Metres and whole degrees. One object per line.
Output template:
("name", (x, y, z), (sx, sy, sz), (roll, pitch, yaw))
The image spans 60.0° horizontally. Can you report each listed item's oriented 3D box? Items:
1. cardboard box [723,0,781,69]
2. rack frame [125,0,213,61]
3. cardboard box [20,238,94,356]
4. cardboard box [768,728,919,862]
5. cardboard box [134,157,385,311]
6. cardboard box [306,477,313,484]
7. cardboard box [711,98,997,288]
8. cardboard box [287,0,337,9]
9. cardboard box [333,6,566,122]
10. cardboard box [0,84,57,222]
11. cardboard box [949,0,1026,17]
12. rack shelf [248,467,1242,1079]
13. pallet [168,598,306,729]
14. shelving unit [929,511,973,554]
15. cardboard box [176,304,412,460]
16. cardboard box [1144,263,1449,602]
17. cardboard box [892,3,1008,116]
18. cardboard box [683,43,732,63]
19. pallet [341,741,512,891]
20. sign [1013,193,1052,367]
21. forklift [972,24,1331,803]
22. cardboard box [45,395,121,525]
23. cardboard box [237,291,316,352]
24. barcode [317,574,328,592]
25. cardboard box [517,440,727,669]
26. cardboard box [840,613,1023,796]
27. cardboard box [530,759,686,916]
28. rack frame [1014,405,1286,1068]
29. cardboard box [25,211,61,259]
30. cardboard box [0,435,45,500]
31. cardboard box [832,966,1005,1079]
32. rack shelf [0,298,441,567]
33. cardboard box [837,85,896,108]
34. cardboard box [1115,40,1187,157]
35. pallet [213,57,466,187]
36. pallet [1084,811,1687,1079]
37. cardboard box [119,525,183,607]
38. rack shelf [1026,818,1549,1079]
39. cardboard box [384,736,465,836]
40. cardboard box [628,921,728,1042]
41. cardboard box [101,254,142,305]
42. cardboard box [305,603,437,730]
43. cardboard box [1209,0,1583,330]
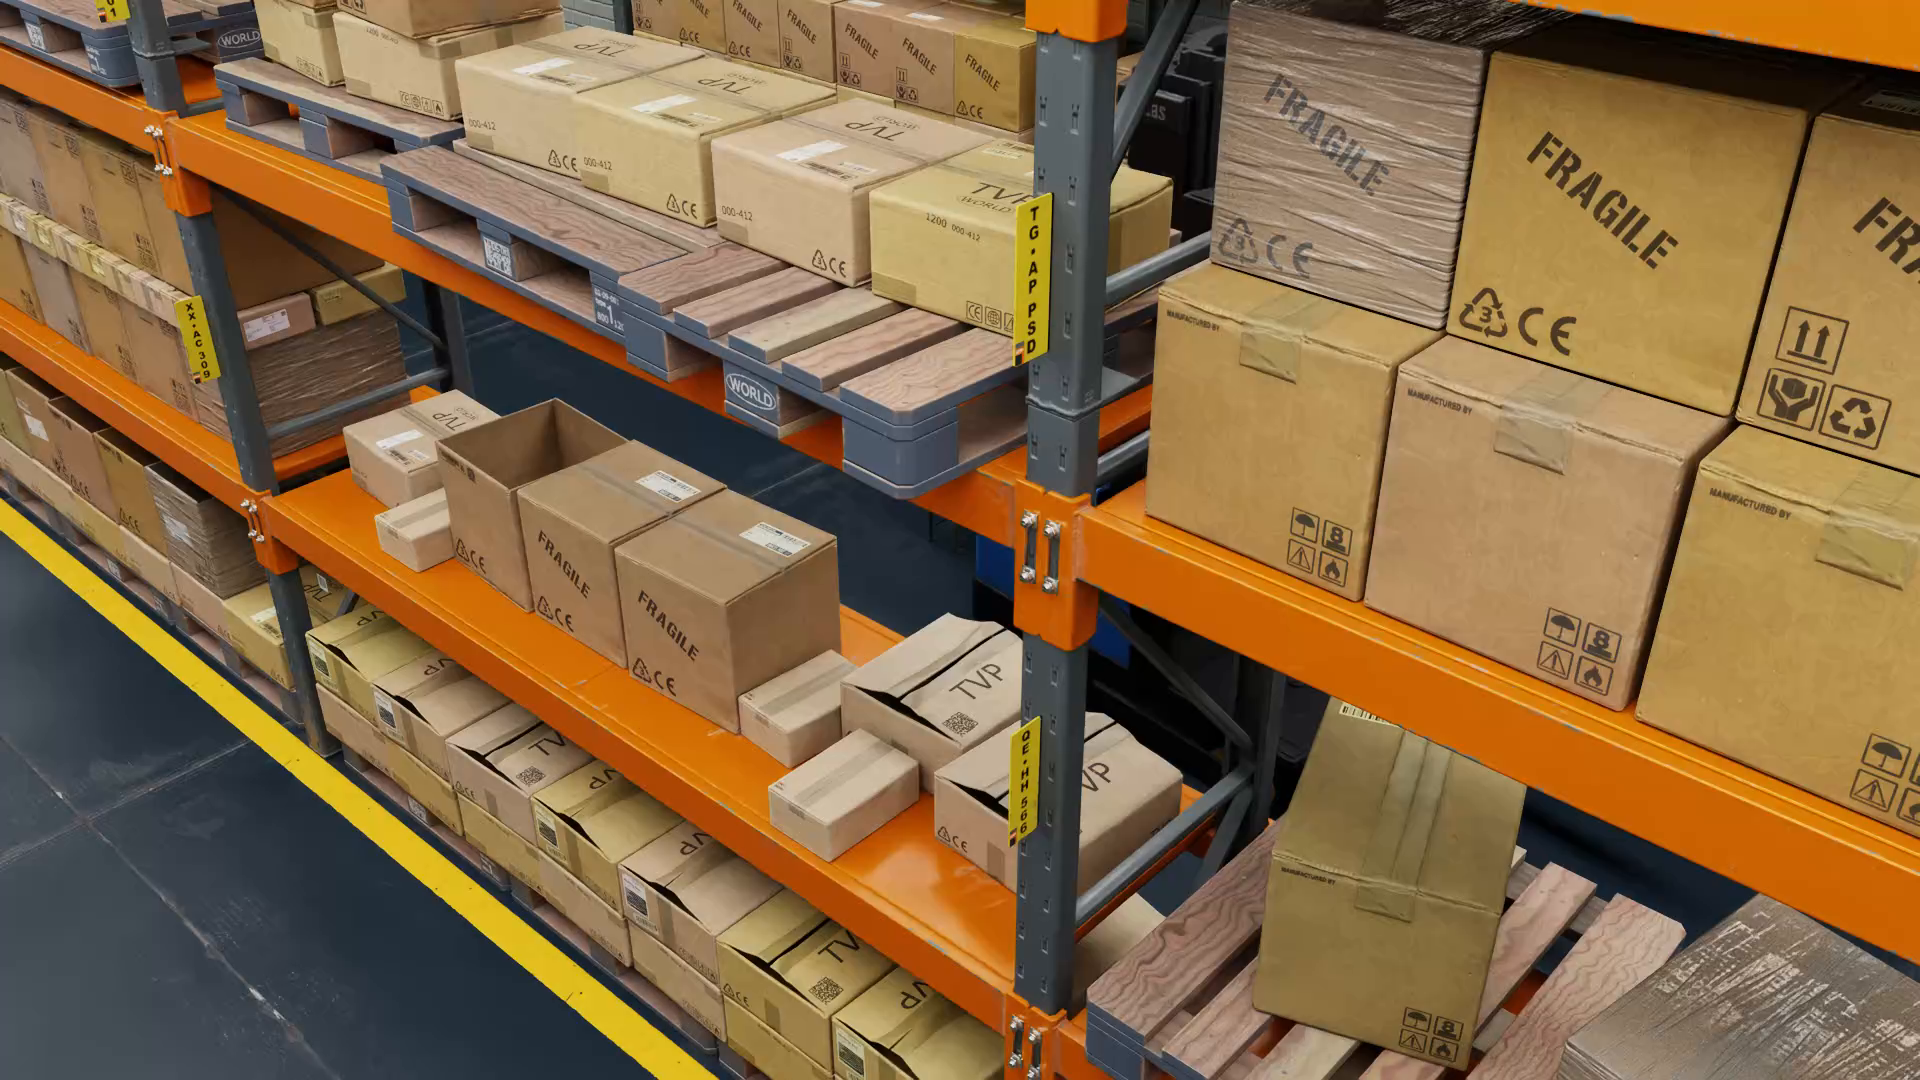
("cardboard box", (-1.203, -3.456, 10.982), (0.500, 0.500, 0.500), (24, 38, 34))
("rack frame", (-2.449, -3.117, 5.203), (0.127, 3.000, 1.000), (25, 39, 35))
("cardboard box", (-3.928, -1.273, 7.860), (0.500, 0.500, 0.700), (26, 40, 36))
("cardboard box", (-0.336, 0.739, 4.857), (0.250, 0.149, 0.380), (25, 39, 35))
("cardboard box", (-2.782, -1.297, 6.641), (0.500, 0.500, 0.700), (25, 39, 35))
("cardboard box", (-2.959, -0.321, 7.906), (0.500, 0.500, 0.500), (25, 39, 35))
("cardboard box", (-0.258, -0.874, 4.123), (0.500, 0.250, 0.500), (26, 40, 36))
("cardboard box", (-2.018, -2.041, 5.334), (0.500, 0.500, 0.500), (26, 39, 36))
("cardboard box", (-1.590, -1.542, 5.233), (0.500, 0.250, 0.500), (21, 37, 31))
("cardboard box", (-3.899, -1.818, 7.507), (0.500, 0.500, 0.700), (25, 39, 35))
("cardboard box", (0.283, -3.131, 10.442), (0.500, 0.500, 0.500), (25, 39, 35))
("rack shelf", (-0.966, 0.453, 5.786), (4.000, 0.370, 1.077), (25, 39, 35))
("pallet", (-3.011, 0.356, 7.954), (1.213, 0.211, 1.003), (25, 39, 35))
("shelving unit", (-0.011, -0.519, 8.449), (0.189, 1.200, 0.258), (25, 39, 35))
("cardboard box", (-2.782, -0.741, 6.976), (0.500, 0.500, 0.700), (24, 38, 34))
("cardboard box", (0.863, -0.353, 3.422), (0.500, 0.500, 0.910), (25, 39, 35))
("cardboard box", (-0.060, -2.924, 10.098), (0.500, 0.500, 0.500), (25, 39, 35))
("cardboard box", (-1.550, -3.307, 11.461), (0.500, 0.250, 0.500), (24, 38, 34))
("pallet", (-1.877, 0.888, 7.071), (1.213, 0.211, 1.003), (25, 39, 35))
("sign", (0.138, -0.494, 3.176), (0.005, 0.325, 0.100), (25, 39, 35))
("forklift", (1.409, -0.434, 6.629), (1.130, 2.935, 3.031), (-25, 39, -35))
("cardboard box", (-4.056, -0.464, 8.144), (0.500, 0.500, 0.500), (25, 39, 35))
("cardboard box", (-2.795, -0.880, 6.578), (0.250, 0.149, 0.380), (25, 39, 35))
("barcode", (-2.539, 0.171, 6.623), (0.075, 0.075, 0.001), (25, 39, 35))
("cardboard box", (-1.129, 0.038, 5.682), (0.500, 0.500, 0.500), (25, 39, 35))
("cardboard box", (-0.017, 0.492, 5.111), (0.500, 0.311, 0.500), (25, 39, 35))
("cardboard box", (-1.169, 0.981, 5.928), (0.500, 0.311, 0.500), (26, 40, 36))
("rack frame", (0.516, 0.837, 4.451), (0.127, 3.000, 1.000), (25, 39, 35))
("cardboard box", (-3.934, -1.411, 7.459), (0.250, 0.149, 0.380), (27, 40, 37))
("cardboard box", (-4.793, -0.491, 8.916), (0.500, 0.250, 0.500), (25, 39, 35))
("cardboard box", (-0.037, 1.508, 5.052), (0.500, 0.311, 0.500), (26, 40, 36))
("rack shelf", (-3.932, -0.931, 8.086), (4.000, 0.370, 1.077), (25, 39, 35))
("cardboard box", (-0.430, -2.779, 10.584), (0.500, 0.250, 0.500), (25, 39, 35))
("cardboard box", (1.227, -2.485, 9.446), (0.500, 0.500, 0.700), (25, 39, 35))
("pallet", (-1.787, -1.450, 5.527), (1.217, 0.209, 0.805), (23, 38, 33))
("pallet", (1.066, 1.127, 4.155), (1.003, 0.211, 1.213), (25, 39, 35))
("cardboard box", (-3.684, 0.030, 8.051), (0.500, 0.250, 0.500), (25, 39, 35))
("rack shelf", (1.999, 1.838, 3.487), (4.000, 0.370, 1.077), (25, 39, 35))
("cardboard box", (-1.938, 0.863, 6.667), (0.500, 0.250, 0.500), (26, 40, 36))
("cardboard box", (-0.793, 1.394, 5.785), (0.500, 0.250, 0.500), (26, 40, 36))
("cardboard box", (-3.368, -1.147, 7.020), (0.250, 0.149, 0.380), (25, 39, 35))
("cardboard box", (-2.310, 0.449, 6.811), (0.500, 0.311, 0.500), (25, 39, 35))
("cardboard box", (0.836, -0.766, 3.139), (0.500, 0.500, 0.500), (25, 39, 35))
